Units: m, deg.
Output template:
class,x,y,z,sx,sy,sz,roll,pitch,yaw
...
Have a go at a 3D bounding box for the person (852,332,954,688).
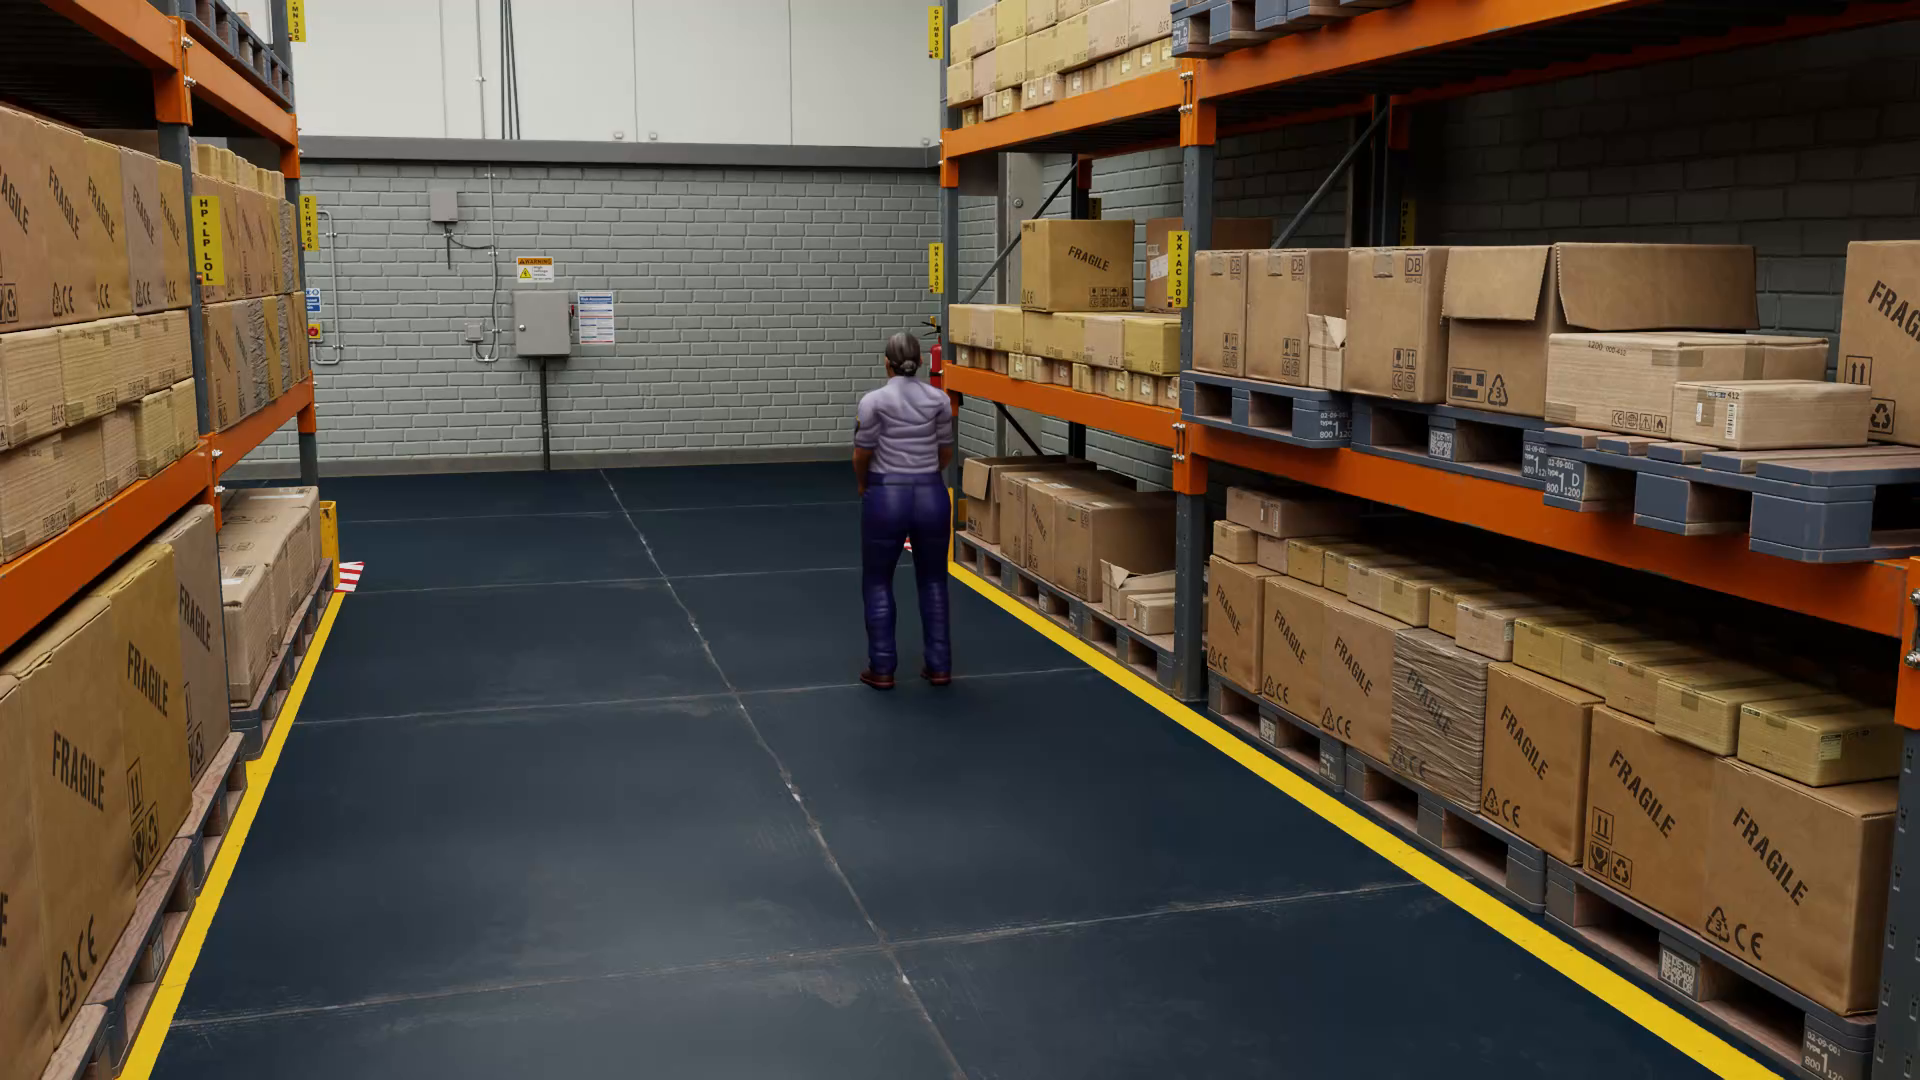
class,x,y,z,sx,sy,sz,roll,pitch,yaw
person,-0.278,-0.142,7.806,0.480,1.638,0.498,-3,10,-16
